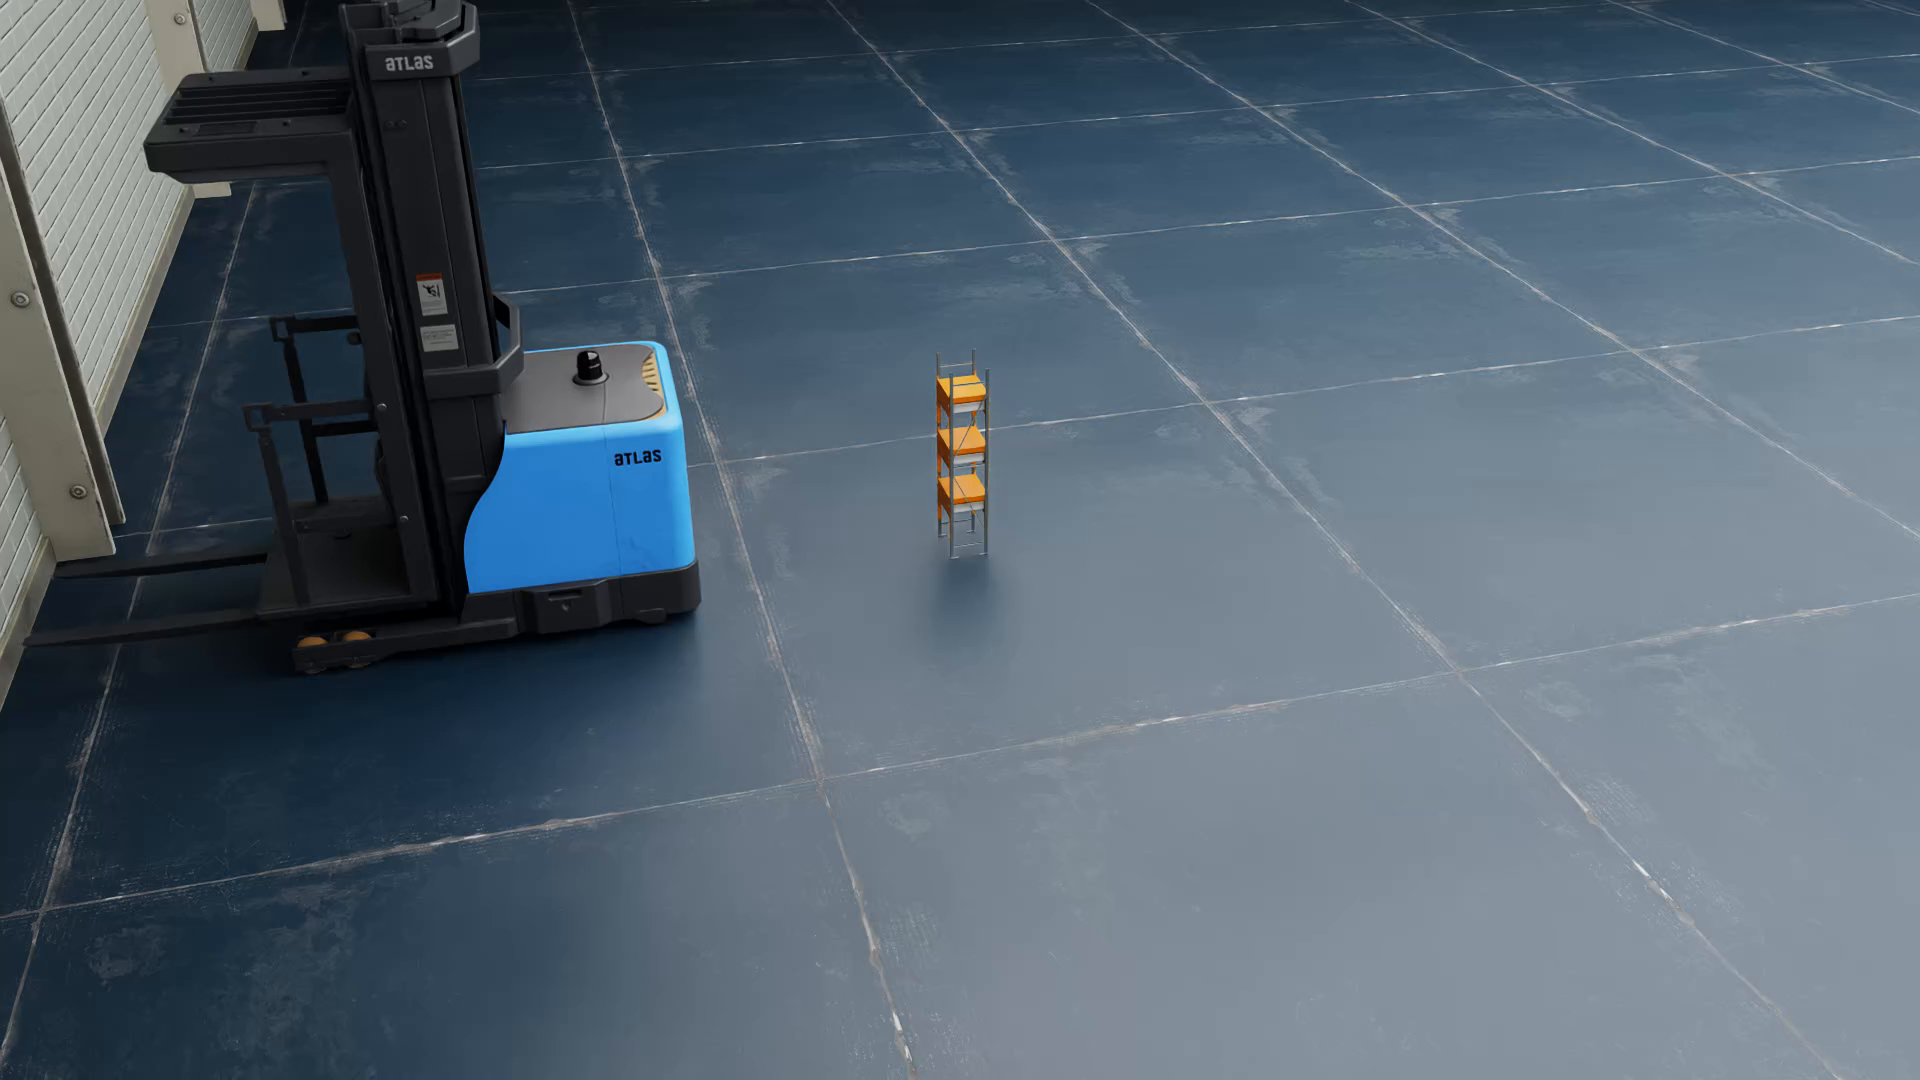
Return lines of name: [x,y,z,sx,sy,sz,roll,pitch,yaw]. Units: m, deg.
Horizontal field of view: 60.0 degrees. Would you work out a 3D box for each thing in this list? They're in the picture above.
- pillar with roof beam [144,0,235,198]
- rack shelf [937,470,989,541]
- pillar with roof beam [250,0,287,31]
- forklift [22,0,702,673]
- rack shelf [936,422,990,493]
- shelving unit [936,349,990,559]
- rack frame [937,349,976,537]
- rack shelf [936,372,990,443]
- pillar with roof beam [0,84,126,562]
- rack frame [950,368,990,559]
pillar with roof beam: [-2.027,-7.365,12.491,9.100,9.000,0.400,-8,31,-13]
rack shelf: [0.014,-0.179,8.587,0.215,0.259,0.240,-8,31,-13]
pillar with roof beam: [-3.620,-10.263,17.498,9.100,9.000,0.400,-8,31,-13]
forklift: [-2.833,-0.945,7.456,3.031,2.935,1.130,-7,31,-12]
rack shelf: [0.014,-0.419,8.448,0.215,0.259,0.240,-8,31,-13]
shelving unit: [0.014,-0.429,8.442,0.215,1.050,0.252,-8,31,-13]
rack frame: [-0.018,-0.487,8.544,0.200,1.050,0.008,-8,31,-13]
rack shelf: [0.014,-0.665,8.305,0.215,0.259,0.240,-8,31,-13]
pillar with roof beam: [-0.435,-4.467,7.484,9.100,9.000,0.400,-8,31,-13]
rack frame: [0.047,-0.370,8.341,0.200,1.050,0.008,-8,31,-13]
